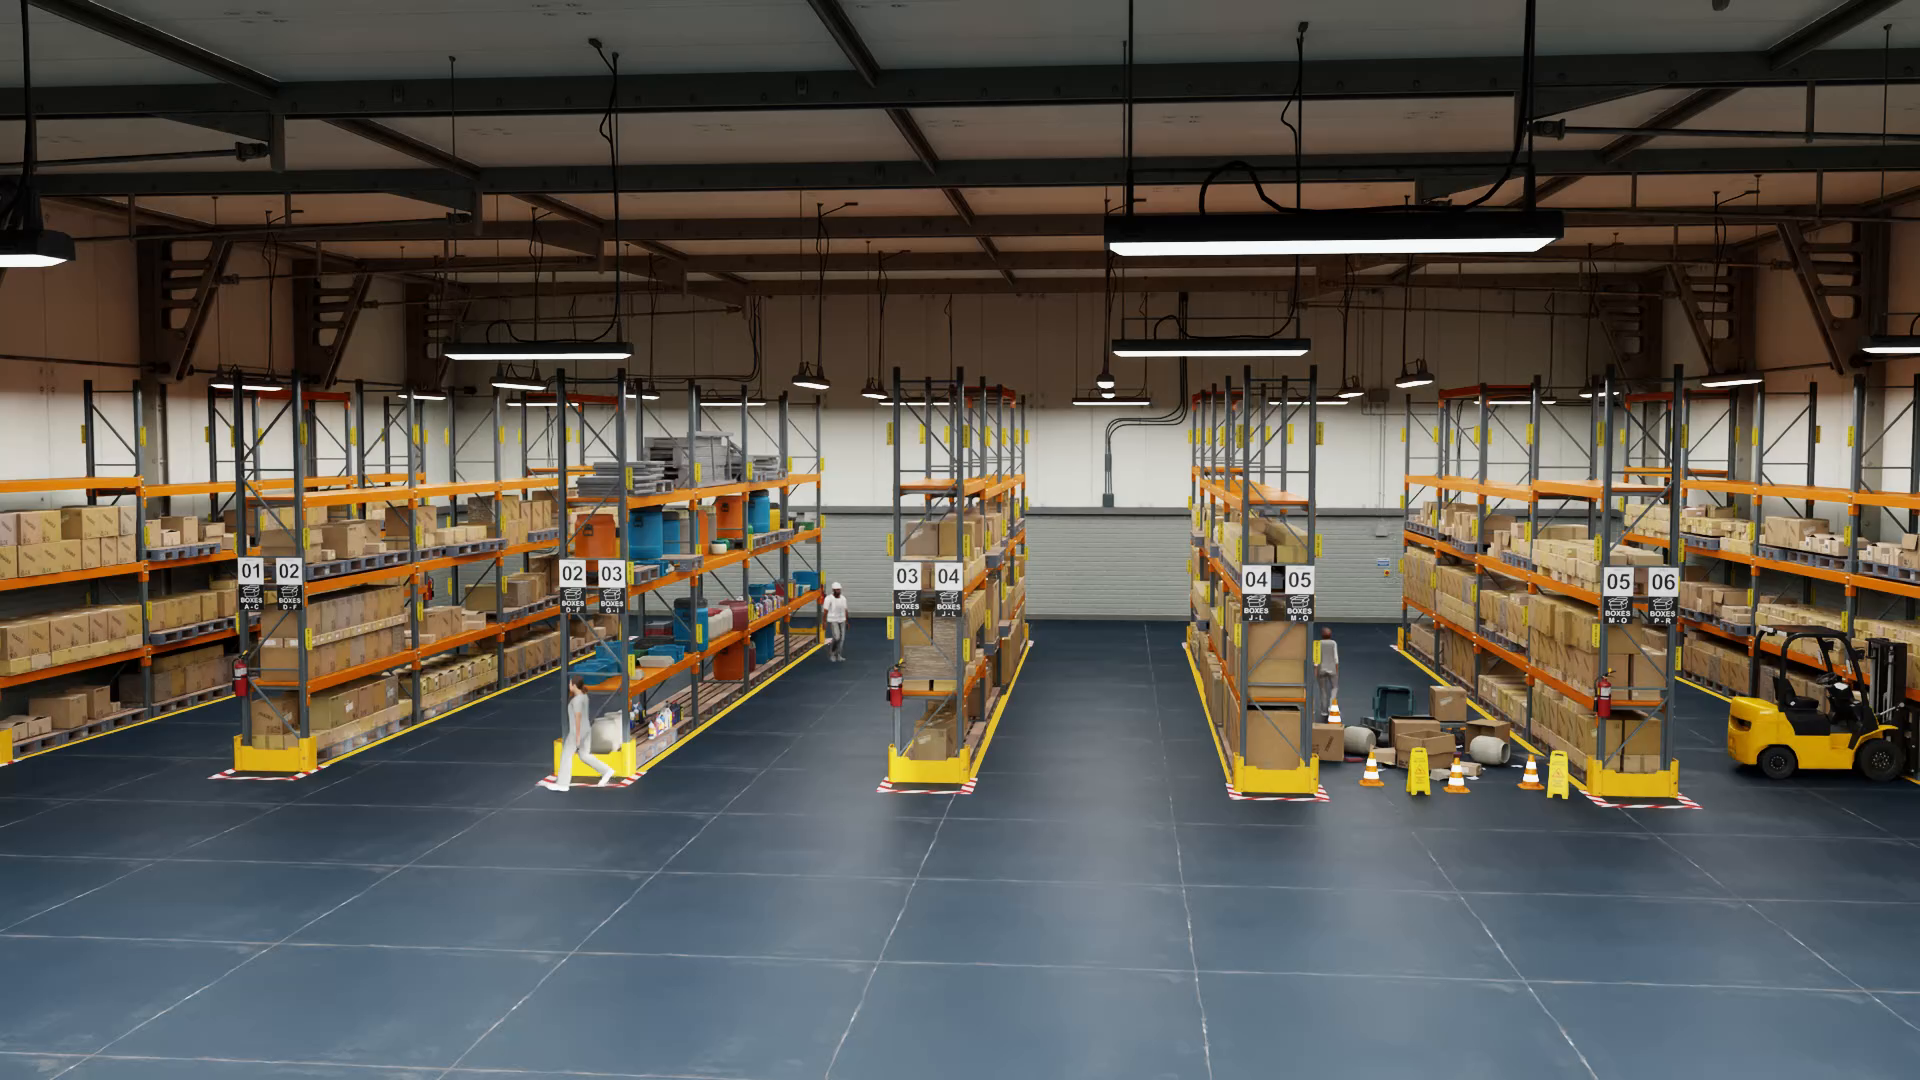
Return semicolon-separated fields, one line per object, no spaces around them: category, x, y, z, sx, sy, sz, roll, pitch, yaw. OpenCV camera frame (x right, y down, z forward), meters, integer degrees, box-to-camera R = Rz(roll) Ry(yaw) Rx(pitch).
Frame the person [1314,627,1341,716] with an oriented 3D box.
person;6.571;2.361;29.756;0.462;1.596;0.480;0;4;4

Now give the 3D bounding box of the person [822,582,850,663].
person;-2.709;1.826;36.750;0.634;1.777;0.446;-3;5;-40

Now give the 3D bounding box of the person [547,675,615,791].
person;-5.352;2.719;23.511;0.936;1.637;0.497;0;4;6
